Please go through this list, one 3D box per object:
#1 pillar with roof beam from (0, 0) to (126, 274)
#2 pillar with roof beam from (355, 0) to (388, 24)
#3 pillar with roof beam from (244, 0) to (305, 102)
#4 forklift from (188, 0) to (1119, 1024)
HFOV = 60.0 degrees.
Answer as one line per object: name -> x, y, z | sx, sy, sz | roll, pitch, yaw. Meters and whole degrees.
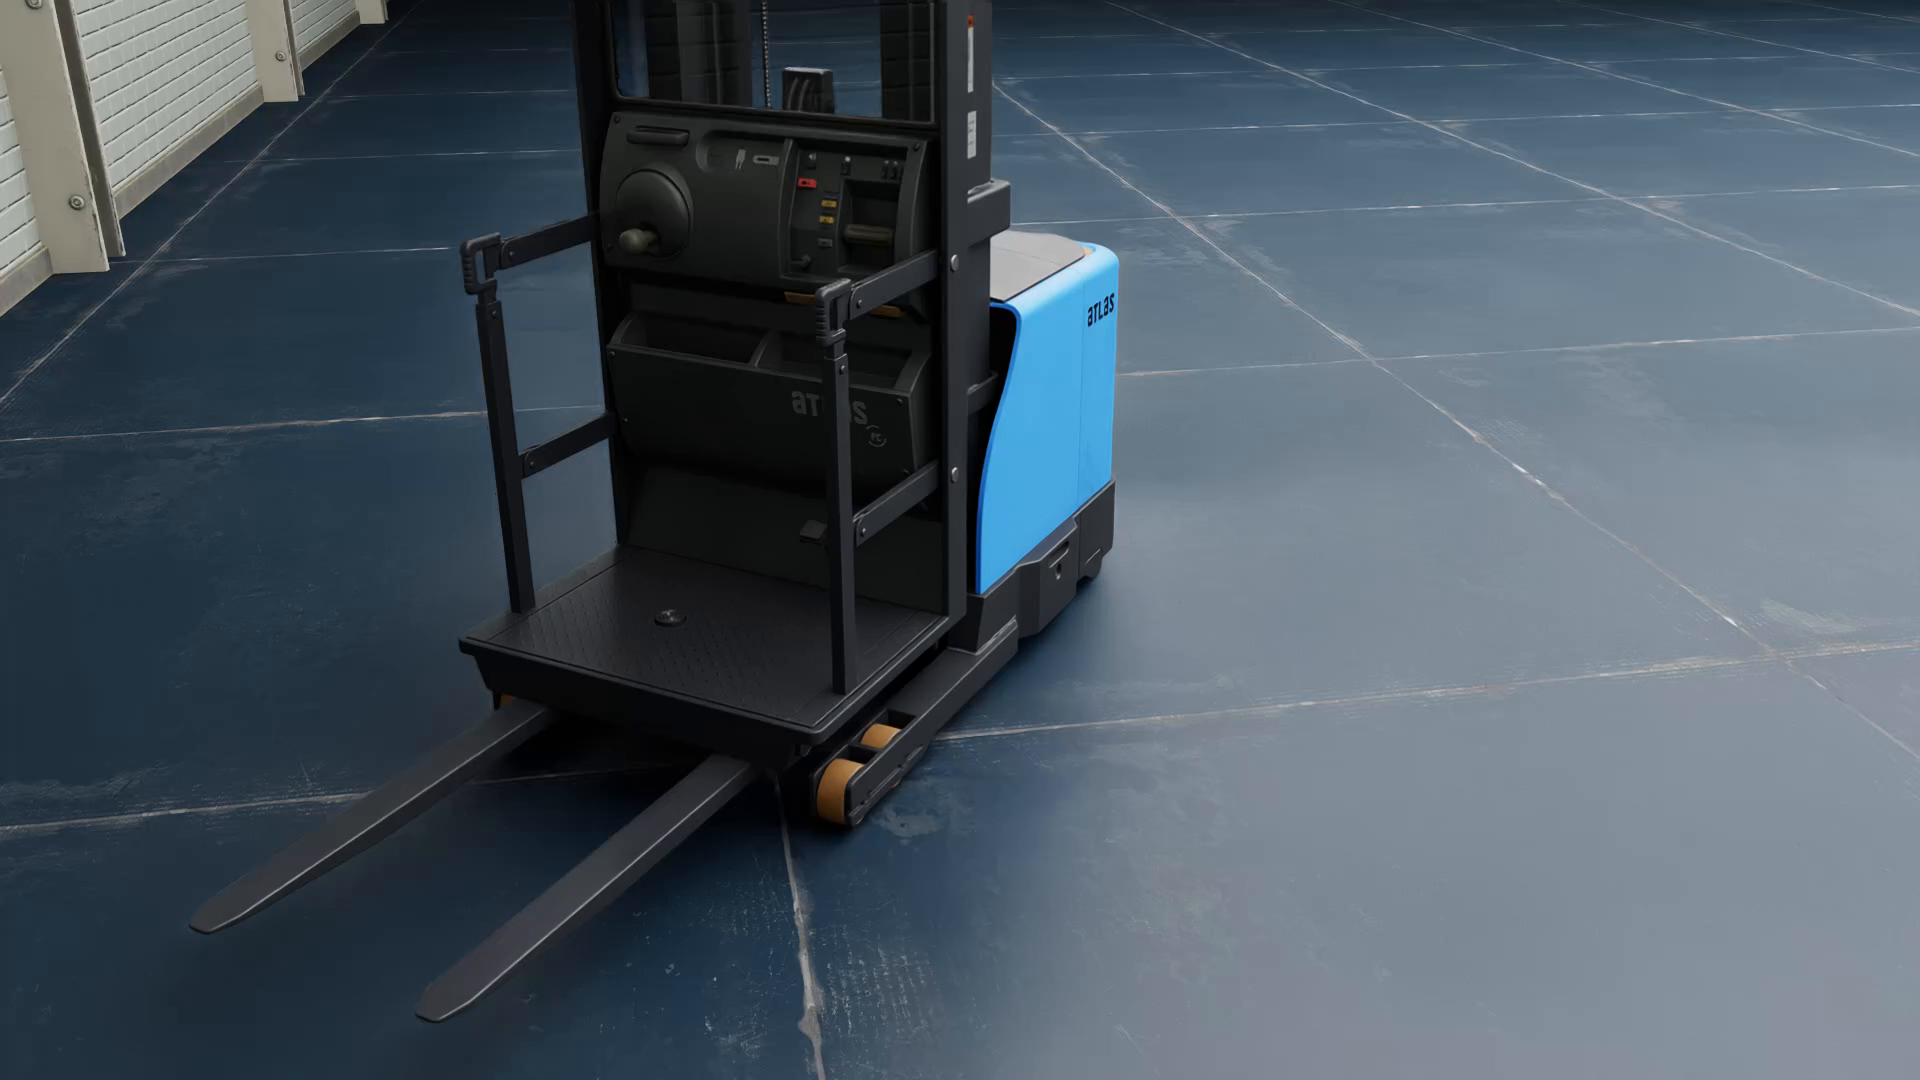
pillar with roof beam -> -0.641, -5.984, 8.208 | 9.100, 9.000, 0.400 | -4, 24, -10
pillar with roof beam -> -2.860, -10.704, 19.016 | 9.100, 9.000, 0.400 | -4, 24, -10
pillar with roof beam -> -1.750, -8.344, 13.612 | 9.100, 9.000, 0.400 | -4, 24, -10
forklift -> -0.602, -0.835, 3.999 | 1.130, 2.935, 3.031 | 11, 26, 24
